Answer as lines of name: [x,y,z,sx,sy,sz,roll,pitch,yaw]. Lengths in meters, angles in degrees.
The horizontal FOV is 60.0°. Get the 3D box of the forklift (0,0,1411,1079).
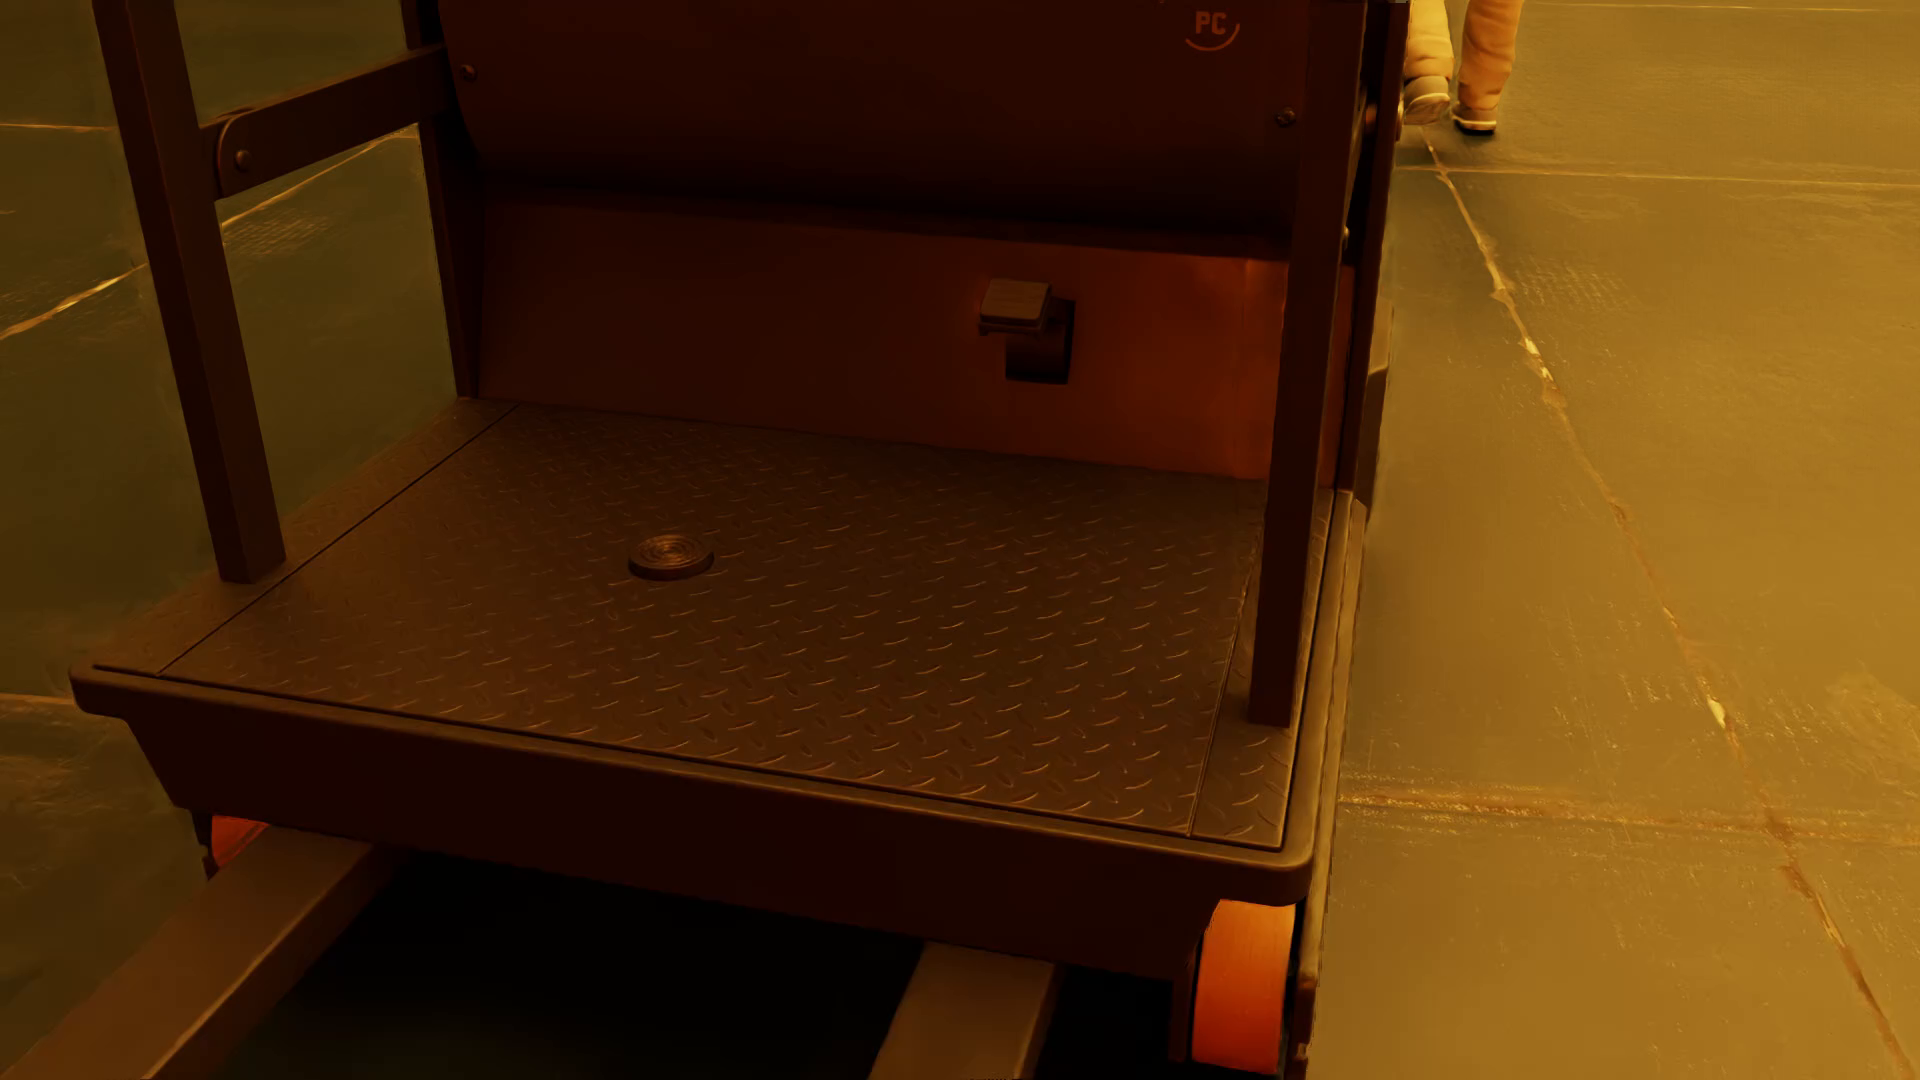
forklift: [-0.148,-1.017,1.254,1.130,2.935,3.031,7,27,13]

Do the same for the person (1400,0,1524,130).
person: [1.448,-1.956,4.517,0.870,1.710,0.697,1,27,3]
